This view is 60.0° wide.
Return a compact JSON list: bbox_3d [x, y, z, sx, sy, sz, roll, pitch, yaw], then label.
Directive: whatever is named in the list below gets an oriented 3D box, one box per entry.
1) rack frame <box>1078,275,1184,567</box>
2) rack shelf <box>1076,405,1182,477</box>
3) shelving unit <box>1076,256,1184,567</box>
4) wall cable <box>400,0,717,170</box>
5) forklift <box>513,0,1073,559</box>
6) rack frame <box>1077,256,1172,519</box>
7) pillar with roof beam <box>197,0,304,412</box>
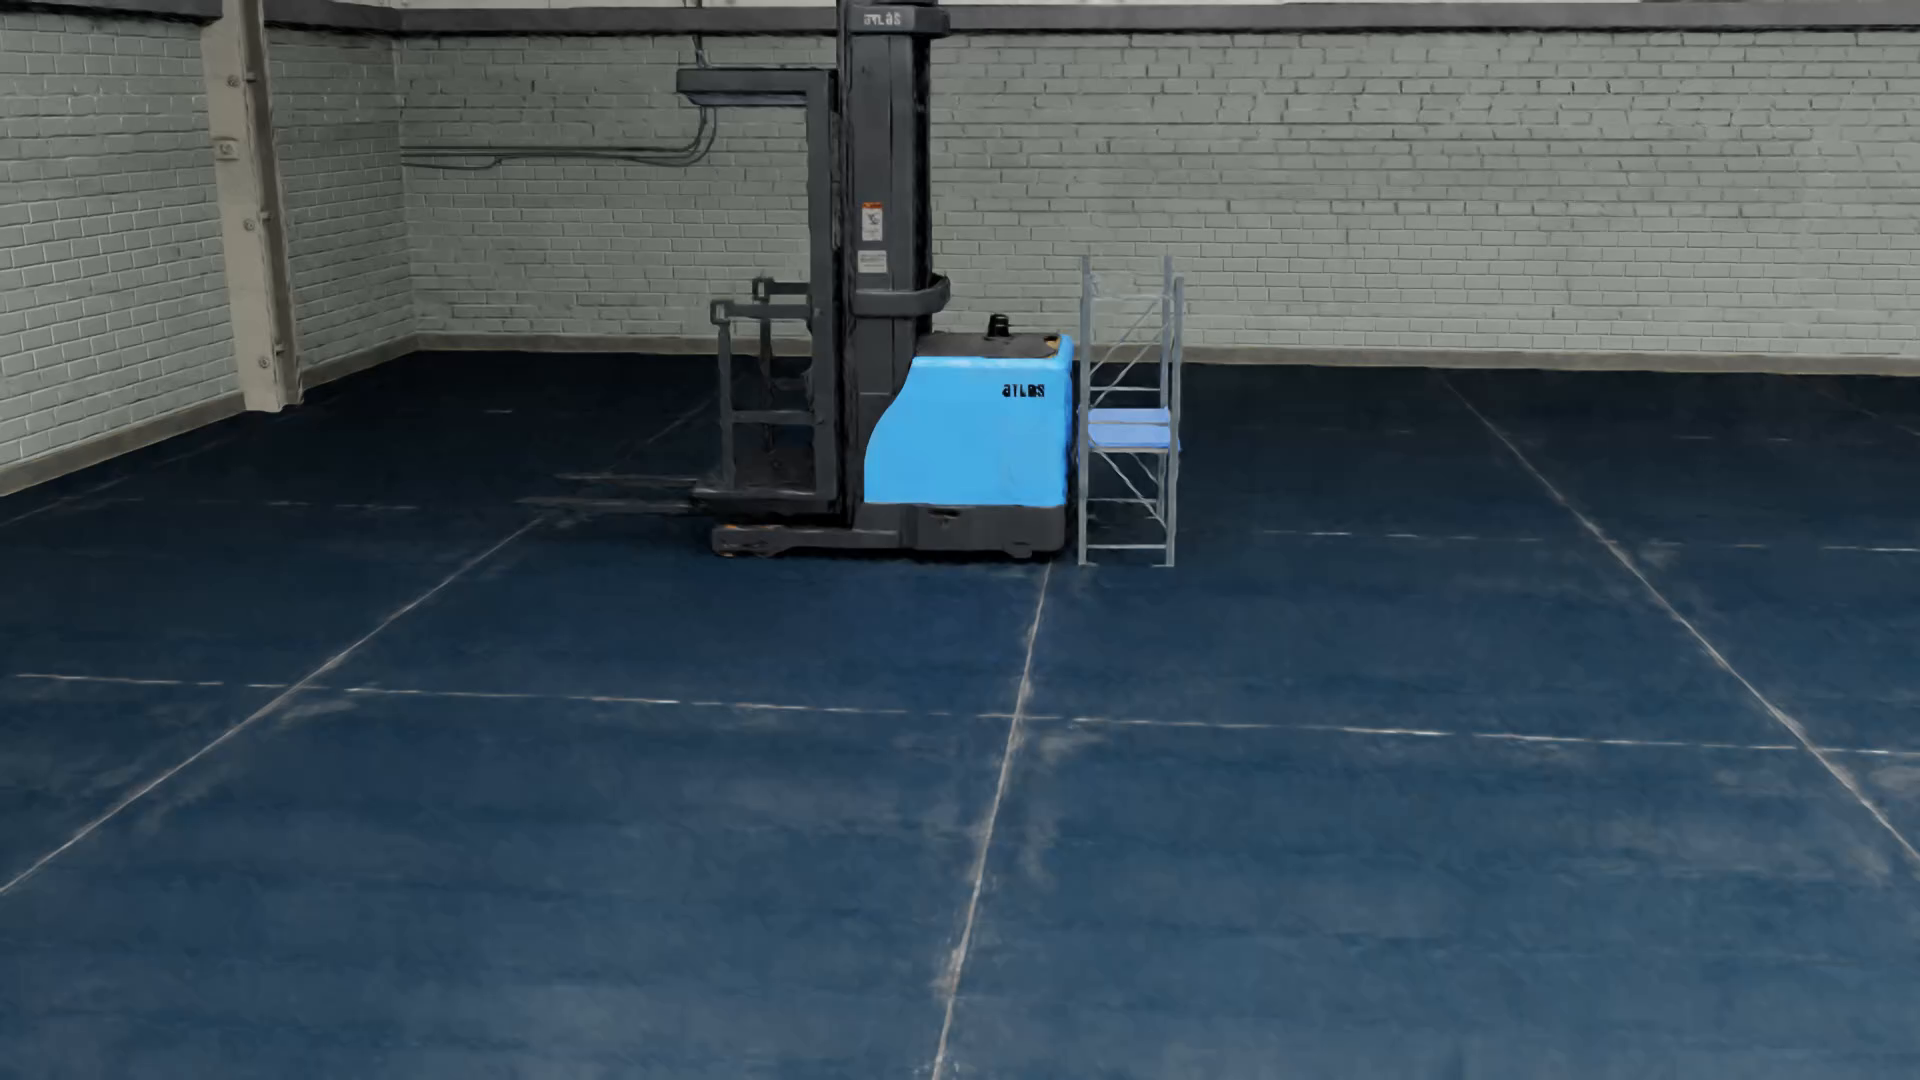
[{"bbox_3d":[0.864,-0.590,8.470,0.500,1.500,0.032,1,15,4],"label":"rack frame"},{"bbox_3d":[0.897,-0.549,9.007,0.538,0.185,1.000,1,15,4],"label":"rack shelf"},{"bbox_3d":[0.897,-0.722,8.960,0.538,1.500,1.048,1,15,4],"label":"shelving unit"},{"bbox_3d":[-3.731,-4.614,14.936,3.097,2.526,0.112,2,15,6],"label":"wall cable"},{"bbox_3d":[-0.902,-1.456,8.932,3.031,2.935,1.130,1,15,5],"label":"forklift"},{"bbox_3d":[0.930,-0.855,9.450,0.500,1.500,0.032,1,15,4],"label":"rack frame"},{"bbox_3d":[-1.100,-5.261,11.380,9.100,9.000,0.400,2,15,6],"label":"pillar with roof beam"}]
